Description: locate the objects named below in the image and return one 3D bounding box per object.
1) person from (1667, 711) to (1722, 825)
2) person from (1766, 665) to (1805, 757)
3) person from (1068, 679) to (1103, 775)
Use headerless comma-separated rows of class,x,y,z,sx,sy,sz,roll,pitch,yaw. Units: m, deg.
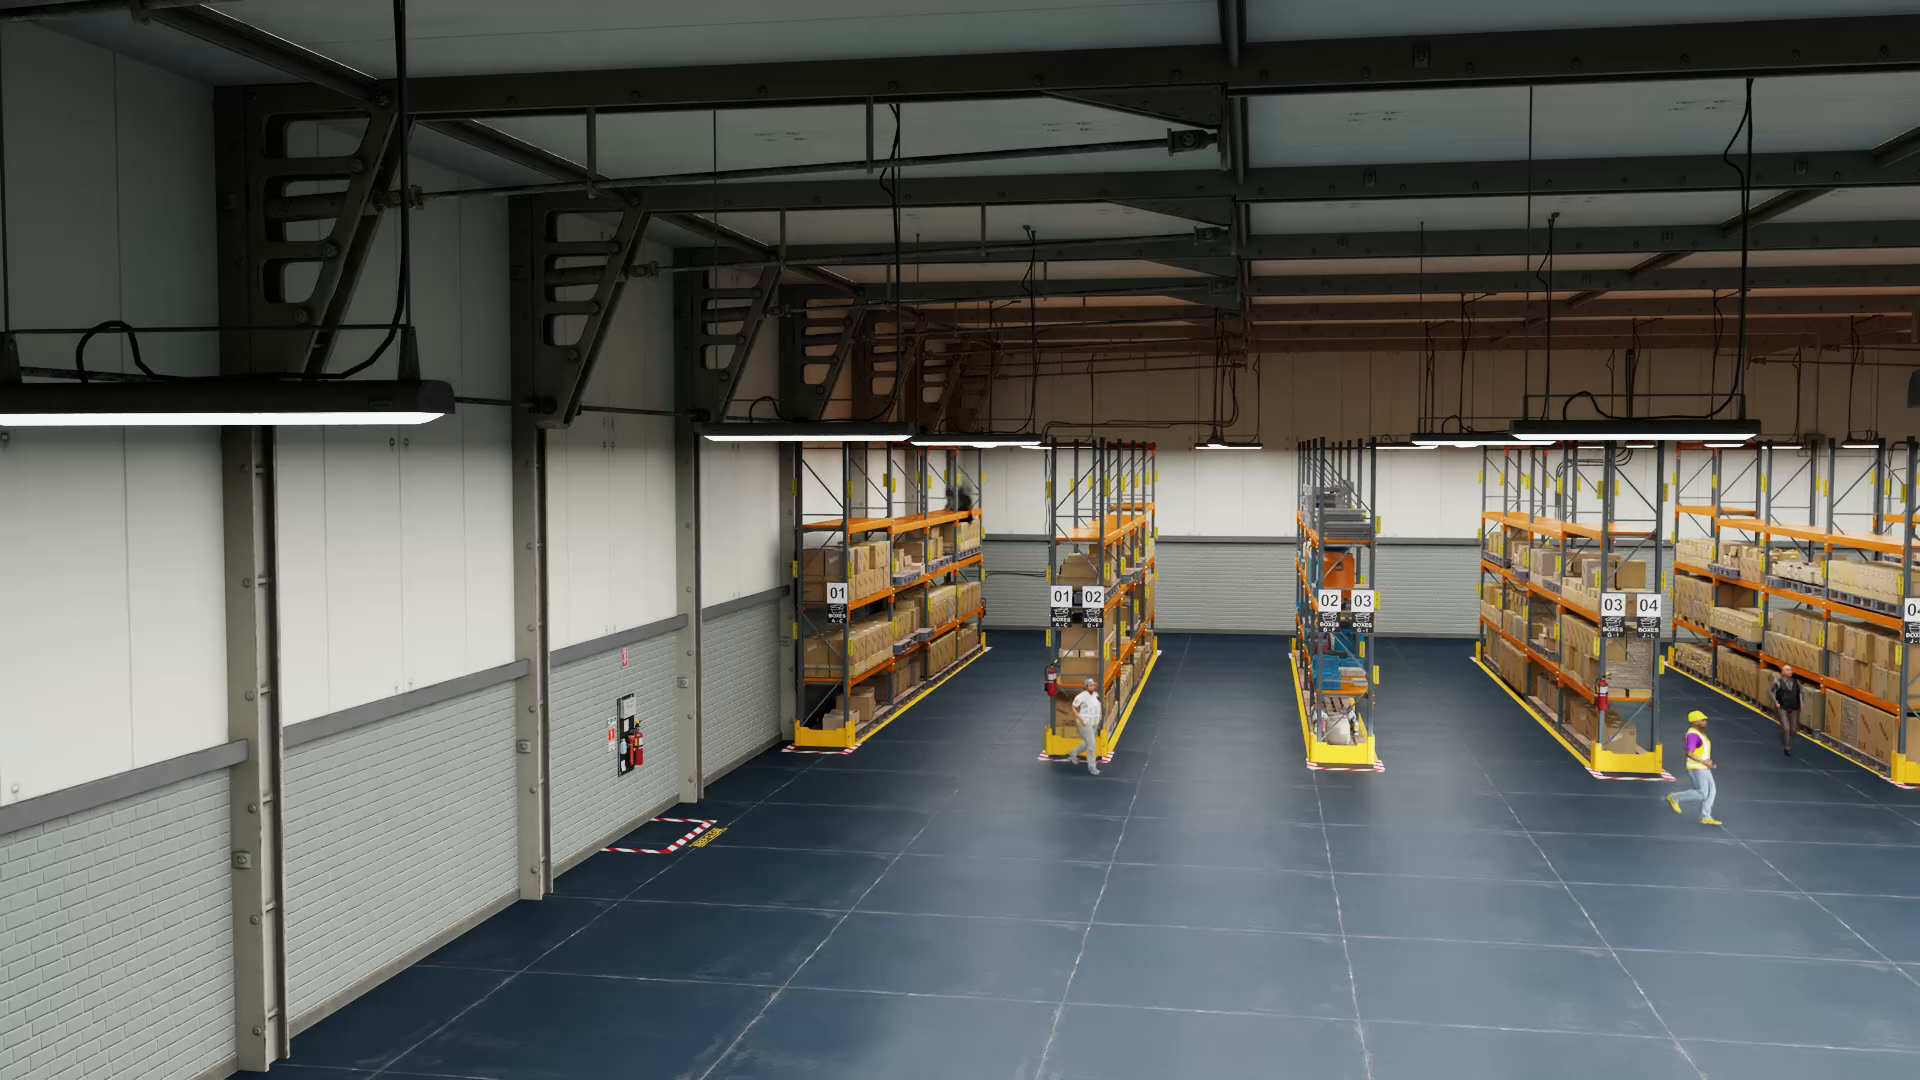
person,11.337,3.499,25.620,0.787,1.735,0.698,2,4,31
person,15.678,3.220,31.572,0.661,1.698,0.722,0,3,7
person,2.286,3.310,29.830,0.623,1.676,0.808,-3,4,-45
